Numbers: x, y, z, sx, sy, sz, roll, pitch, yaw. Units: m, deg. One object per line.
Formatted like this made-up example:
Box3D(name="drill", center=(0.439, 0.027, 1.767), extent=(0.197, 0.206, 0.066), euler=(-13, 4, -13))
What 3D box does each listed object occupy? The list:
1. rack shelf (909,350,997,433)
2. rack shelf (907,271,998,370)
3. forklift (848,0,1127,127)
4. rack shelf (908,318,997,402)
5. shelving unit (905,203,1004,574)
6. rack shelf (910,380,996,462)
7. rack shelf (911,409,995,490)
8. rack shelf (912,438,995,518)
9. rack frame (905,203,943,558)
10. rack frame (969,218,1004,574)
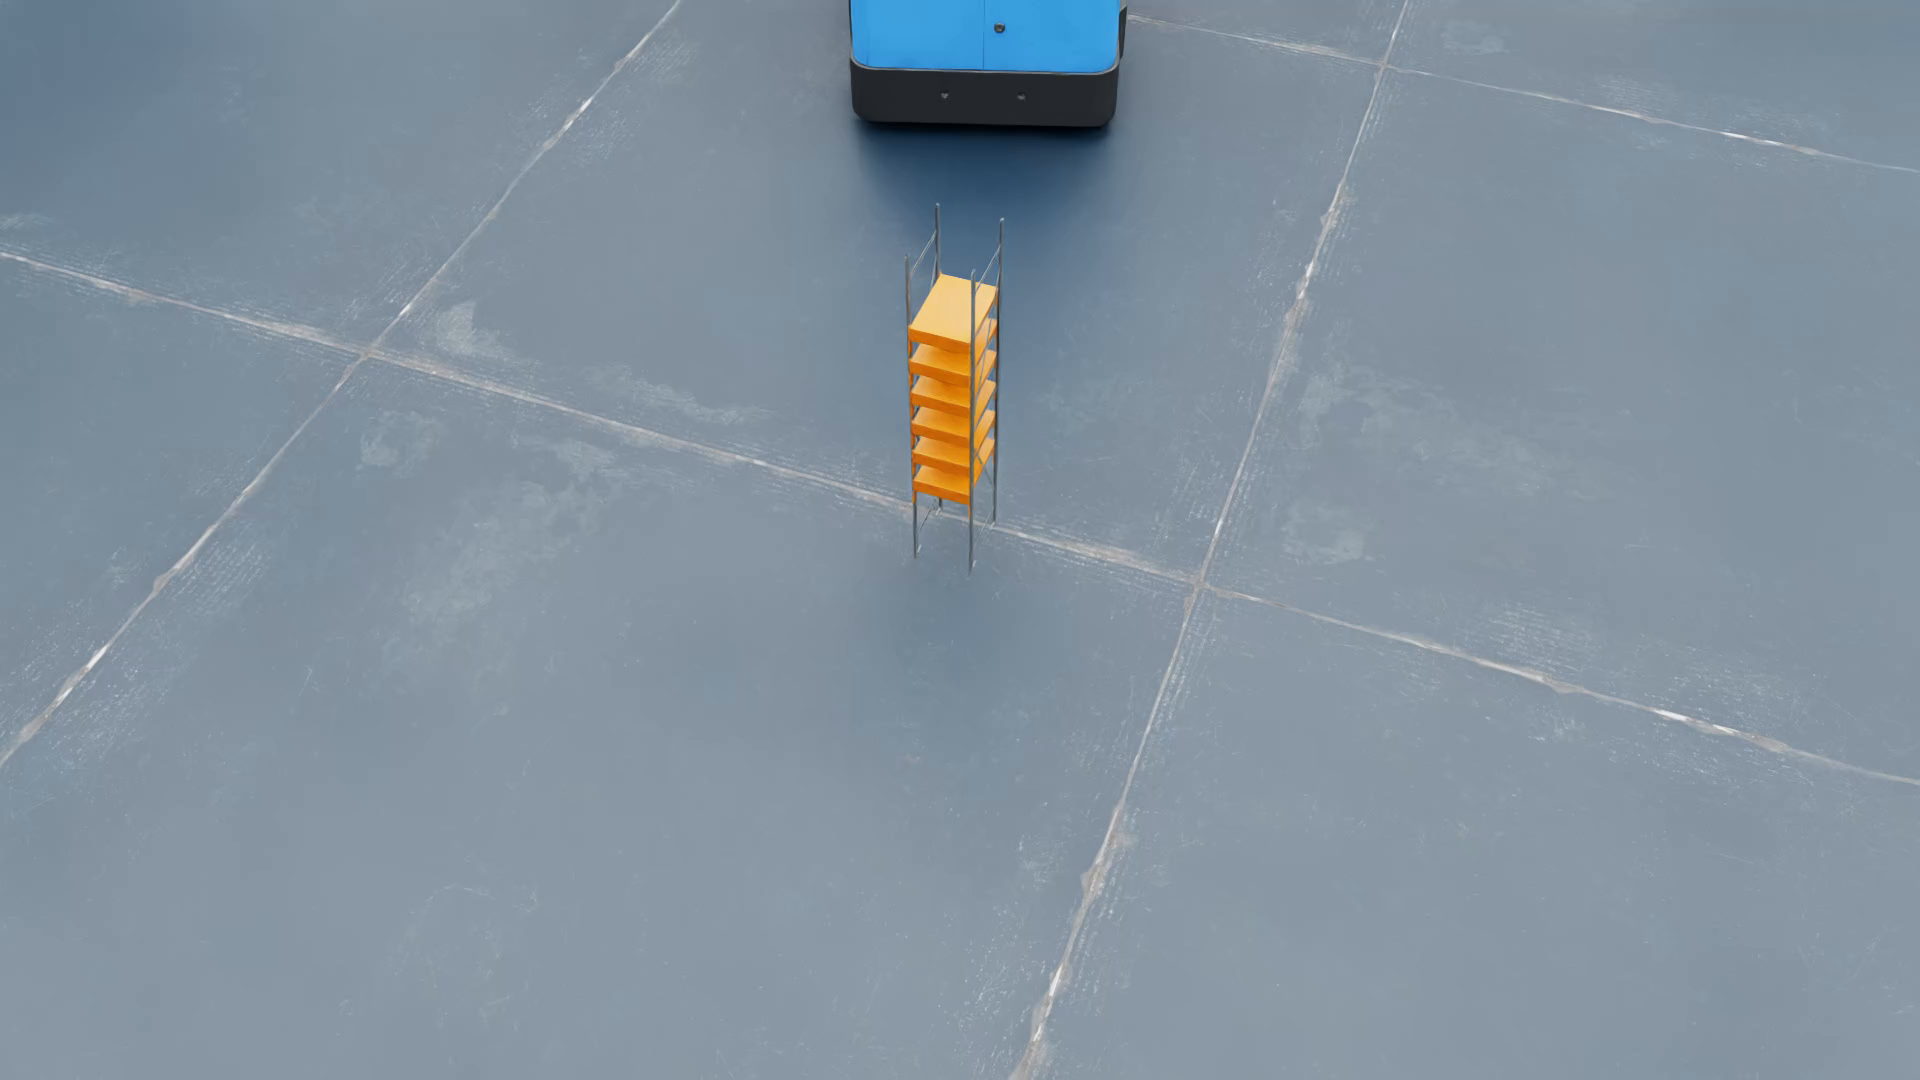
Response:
Box3D(name="rack shelf", center=(-0.014, -0.446, 4.743), extent=(0.180, 0.103, 0.258), euler=(16, 51, 13))
Box3D(name="rack shelf", center=(-0.014, -0.603, 4.561), extent=(0.180, 0.103, 0.258), euler=(16, 51, 13))
Box3D(name="forklift", center=(0.155, -3.701, 6.518), extent=(1.130, 2.935, 3.031), euler=(2, 49, 2))
Box3D(name="rack shelf", center=(-0.014, -0.525, 4.652), extent=(0.180, 0.103, 0.258), euler=(16, 51, 13))
Box3D(name="shelving unit", center=(-0.014, -0.397, 4.800), extent=(0.189, 1.200, 0.258), euler=(16, 51, 13))
Box3D(name="rack shelf", center=(-0.014, -0.368, 4.833), extent=(0.180, 0.103, 0.258), euler=(16, 51, 13))
Box3D(name="rack shelf", center=(-0.014, -0.289, 4.924), extent=(0.180, 0.103, 0.258), euler=(16, 51, 13))
Box3D(name="rack shelf", center=(-0.014, -0.210, 5.015), extent=(0.180, 0.103, 0.258), euler=(16, 51, 13))
Box3D(name="rack frame", center=(-0.099, -0.421, 4.821), extent=(0.006, 1.200, 0.240), euler=(16, 51, 13))
Box3D(name="rack frame", center=(0.072, -0.373, 4.779), extent=(0.006, 1.200, 0.240), euler=(16, 51, 13))
